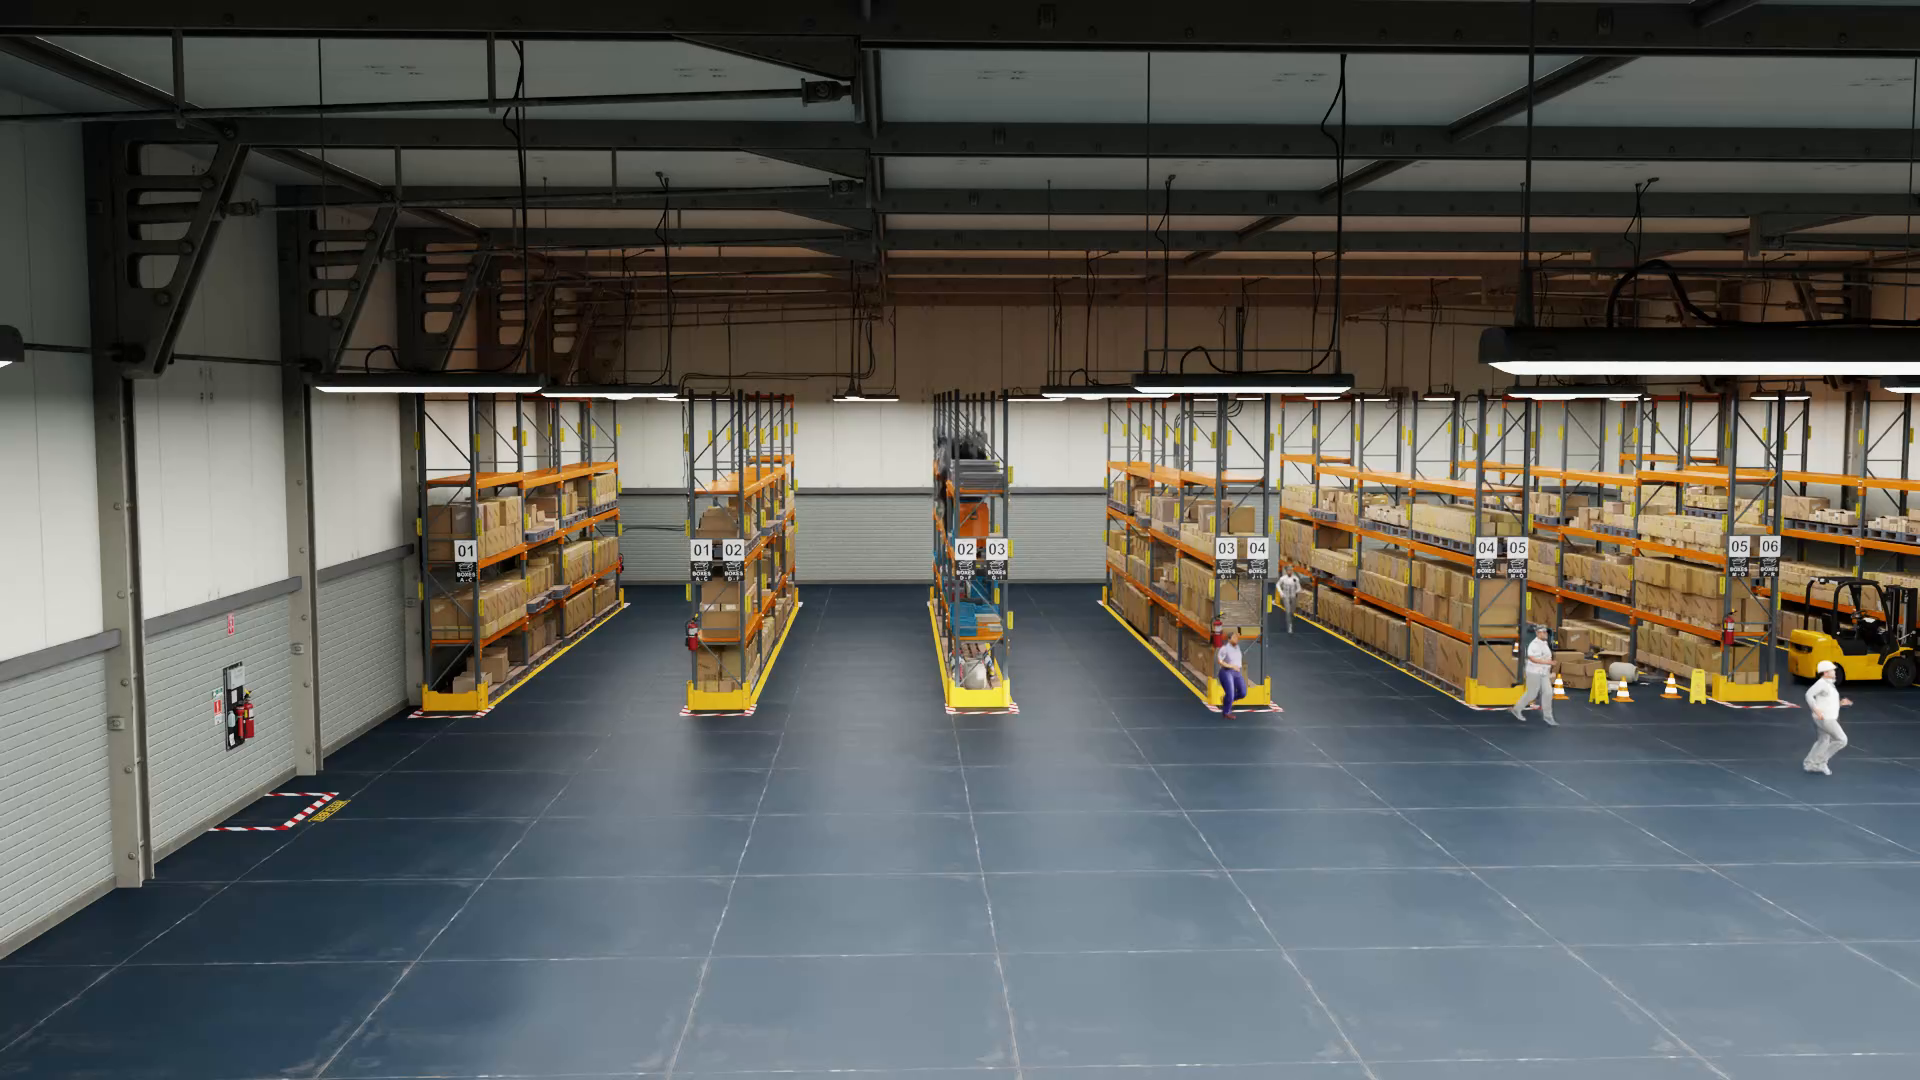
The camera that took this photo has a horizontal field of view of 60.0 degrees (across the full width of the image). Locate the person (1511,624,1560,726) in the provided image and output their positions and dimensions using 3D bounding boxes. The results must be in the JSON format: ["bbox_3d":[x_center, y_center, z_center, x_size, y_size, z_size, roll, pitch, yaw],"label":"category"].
[{"bbox_3d":[10.348,2.412,29.838,0.841,1.838,0.682,4,6,43],"label":"person"}]

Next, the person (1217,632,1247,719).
[{"bbox_3d":[4.952,2.459,30.270,0.606,1.595,0.552,-4,6,-37],"label":"person"}]

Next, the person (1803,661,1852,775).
[{"bbox_3d":[13.412,2.744,25.690,0.642,1.749,0.644,3,5,32],"label":"person"}]

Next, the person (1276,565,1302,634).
[{"bbox_3d":[8.298,1.464,41.919,0.619,1.703,0.765,0,5,1],"label":"person"}]
